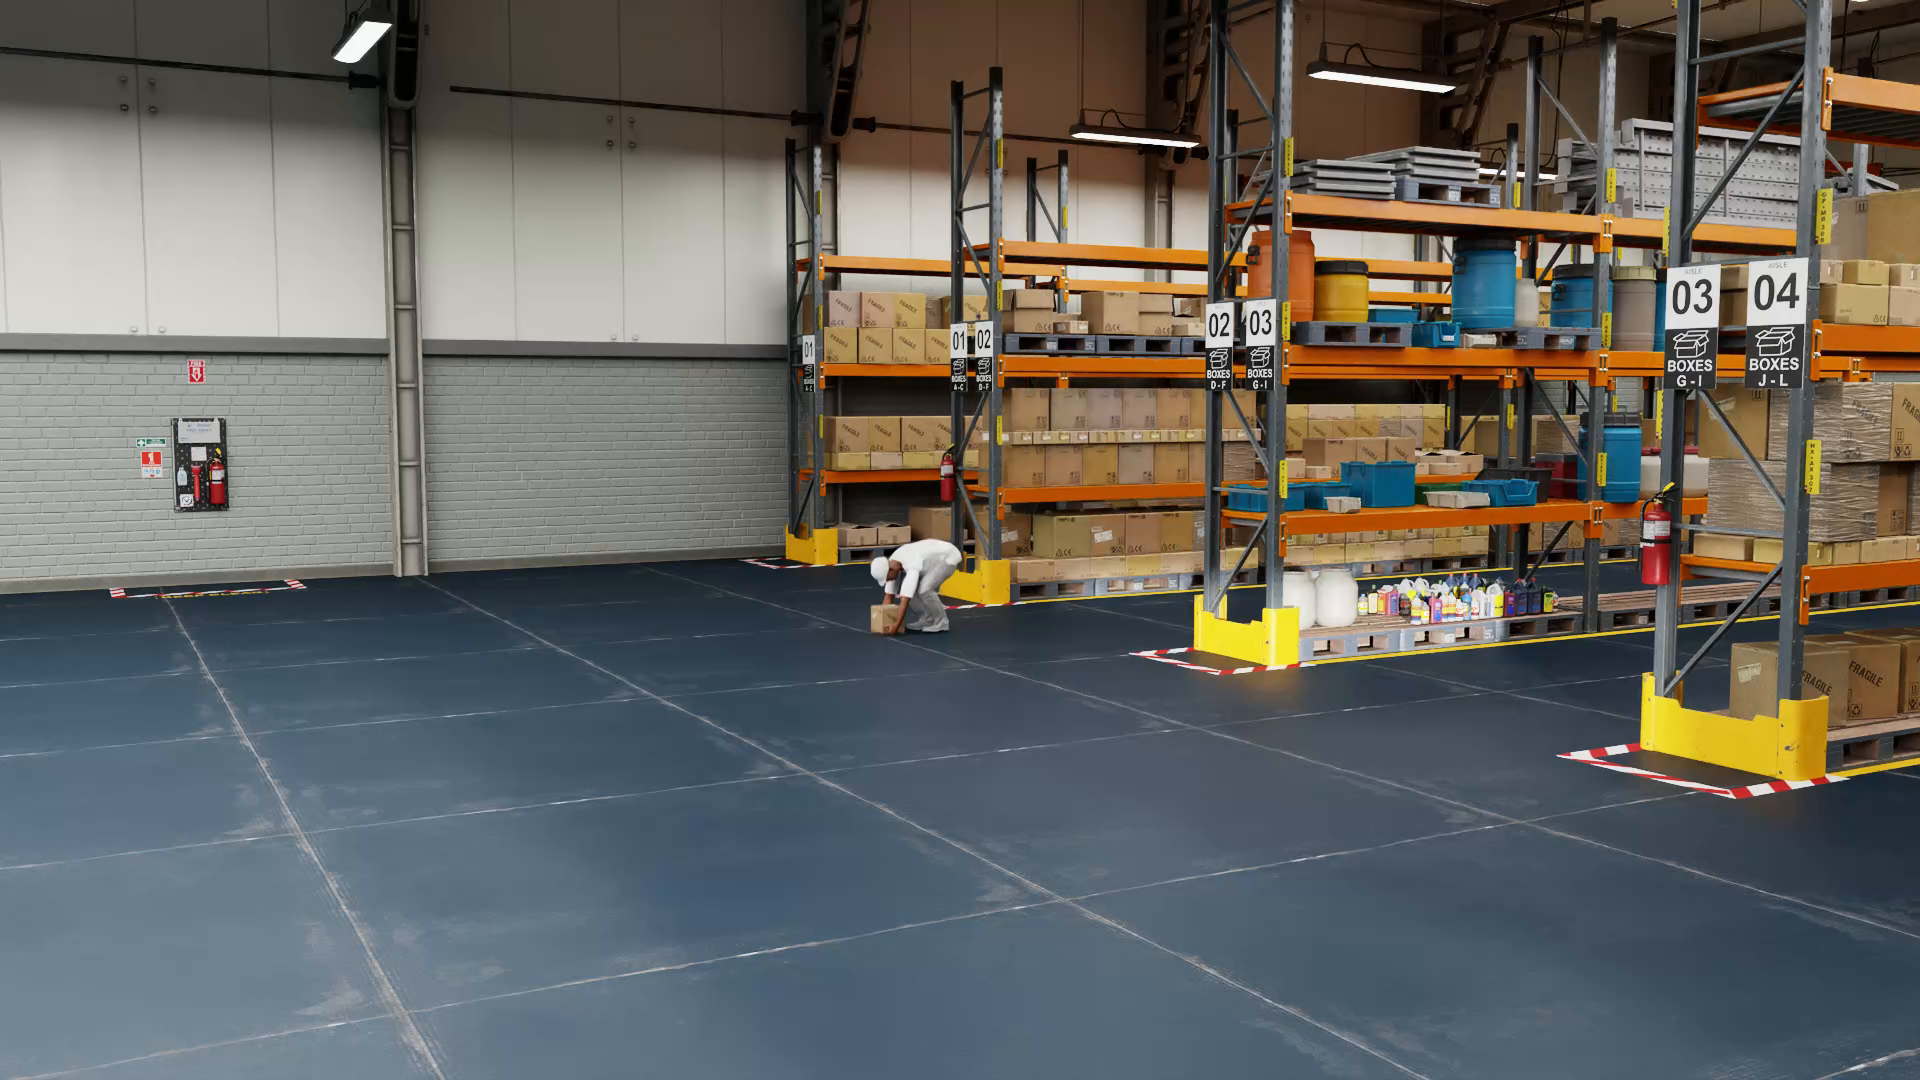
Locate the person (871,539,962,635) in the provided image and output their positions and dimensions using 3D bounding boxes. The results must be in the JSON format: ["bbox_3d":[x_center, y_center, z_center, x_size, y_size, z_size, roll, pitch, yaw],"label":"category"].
[{"bbox_3d":[-0.450,0.461,16.661,0.975,0.925,0.500,-3,6,-31],"label":"person"}]
